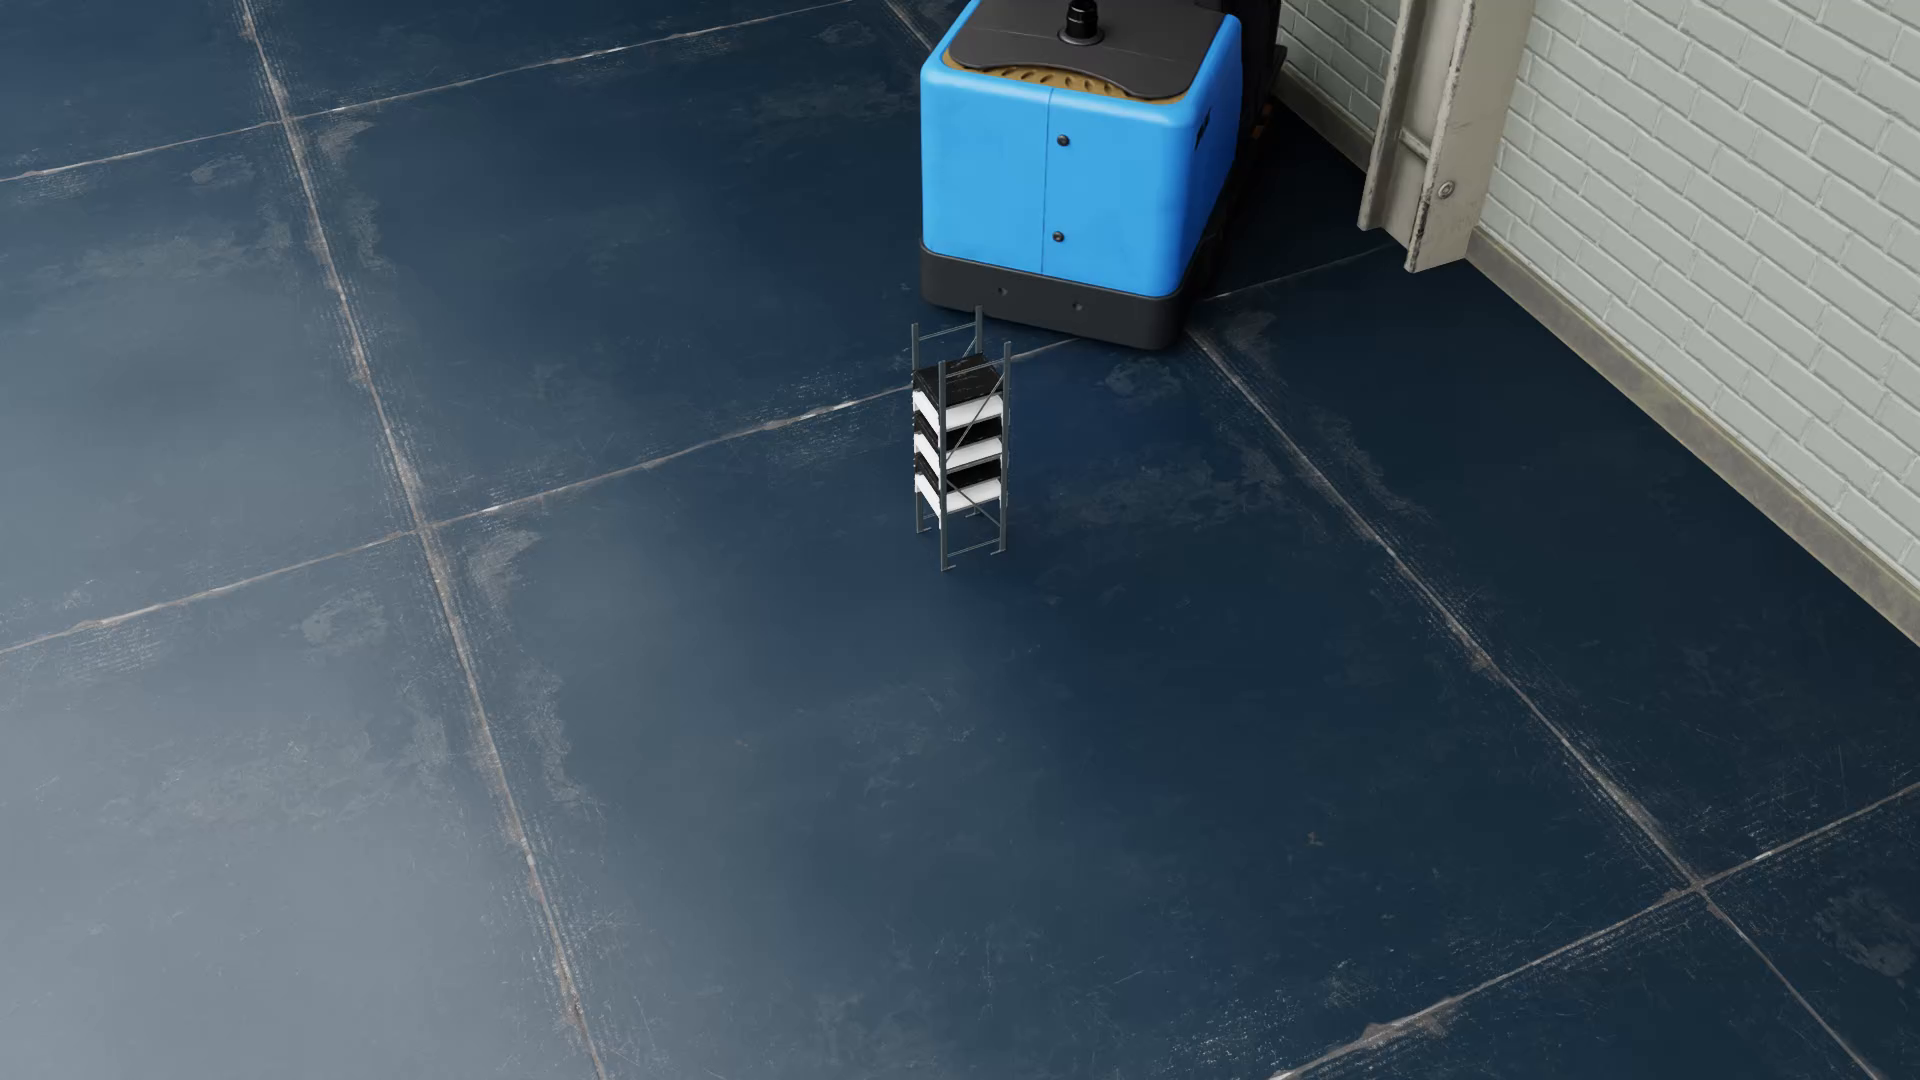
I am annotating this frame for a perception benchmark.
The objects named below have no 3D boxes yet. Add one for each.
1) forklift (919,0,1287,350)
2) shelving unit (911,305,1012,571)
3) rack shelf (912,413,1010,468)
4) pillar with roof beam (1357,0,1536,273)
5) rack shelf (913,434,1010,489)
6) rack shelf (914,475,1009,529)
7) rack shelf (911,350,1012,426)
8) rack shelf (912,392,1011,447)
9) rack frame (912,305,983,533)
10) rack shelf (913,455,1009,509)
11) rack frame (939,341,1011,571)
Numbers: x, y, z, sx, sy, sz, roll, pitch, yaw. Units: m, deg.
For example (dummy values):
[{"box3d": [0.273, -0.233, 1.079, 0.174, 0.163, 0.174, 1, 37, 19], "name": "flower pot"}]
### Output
[{"box3d": [0.809, -2.826, 6.527, 1.130, 2.935, 3.031, 14, 46, 14], "name": "forklift"}, {"box3d": [0.003, -0.315, 5.429, 0.258, 0.900, 0.210, -18, 47, -17], "name": "shelving unit"}, {"box3d": [0.003, -0.355, 5.389, 0.258, 0.077, 0.200, -18, 47, -17], "name": "rack shelf"}, {"box3d": [-1.988, -3.203, 2.589, 9.100, 9.000, 0.400, -18, 47, -17], "name": "pillar with roof beam"}, {"box3d": [0.003, -0.291, 5.452, 0.258, 0.077, 0.200, -18, 47, -17], "name": "rack shelf"}, {"box3d": [0.003, -0.163, 5.579, 0.258, 0.077, 0.200, -18, 47, -17], "name": "rack shelf"}, {"box3d": [0.003, -0.484, 5.262, 0.258, 0.077, 0.200, -18, 47, -17], "name": "rack shelf"}, {"box3d": [0.003, -0.420, 5.326, 0.258, 0.077, 0.200, -18, 47, -17], "name": "rack shelf"}, {"box3d": [-0.039, -0.380, 5.494, 0.240, 0.900, 0.006, -18, 47, -17], "name": "rack frame"}, {"box3d": [0.003, -0.227, 5.515, 0.258, 0.077, 0.200, -18, 47, -17], "name": "rack shelf"}, {"box3d": [0.046, -0.250, 5.363, 0.240, 0.900, 0.006, -18, 47, -17], "name": "rack frame"}]
